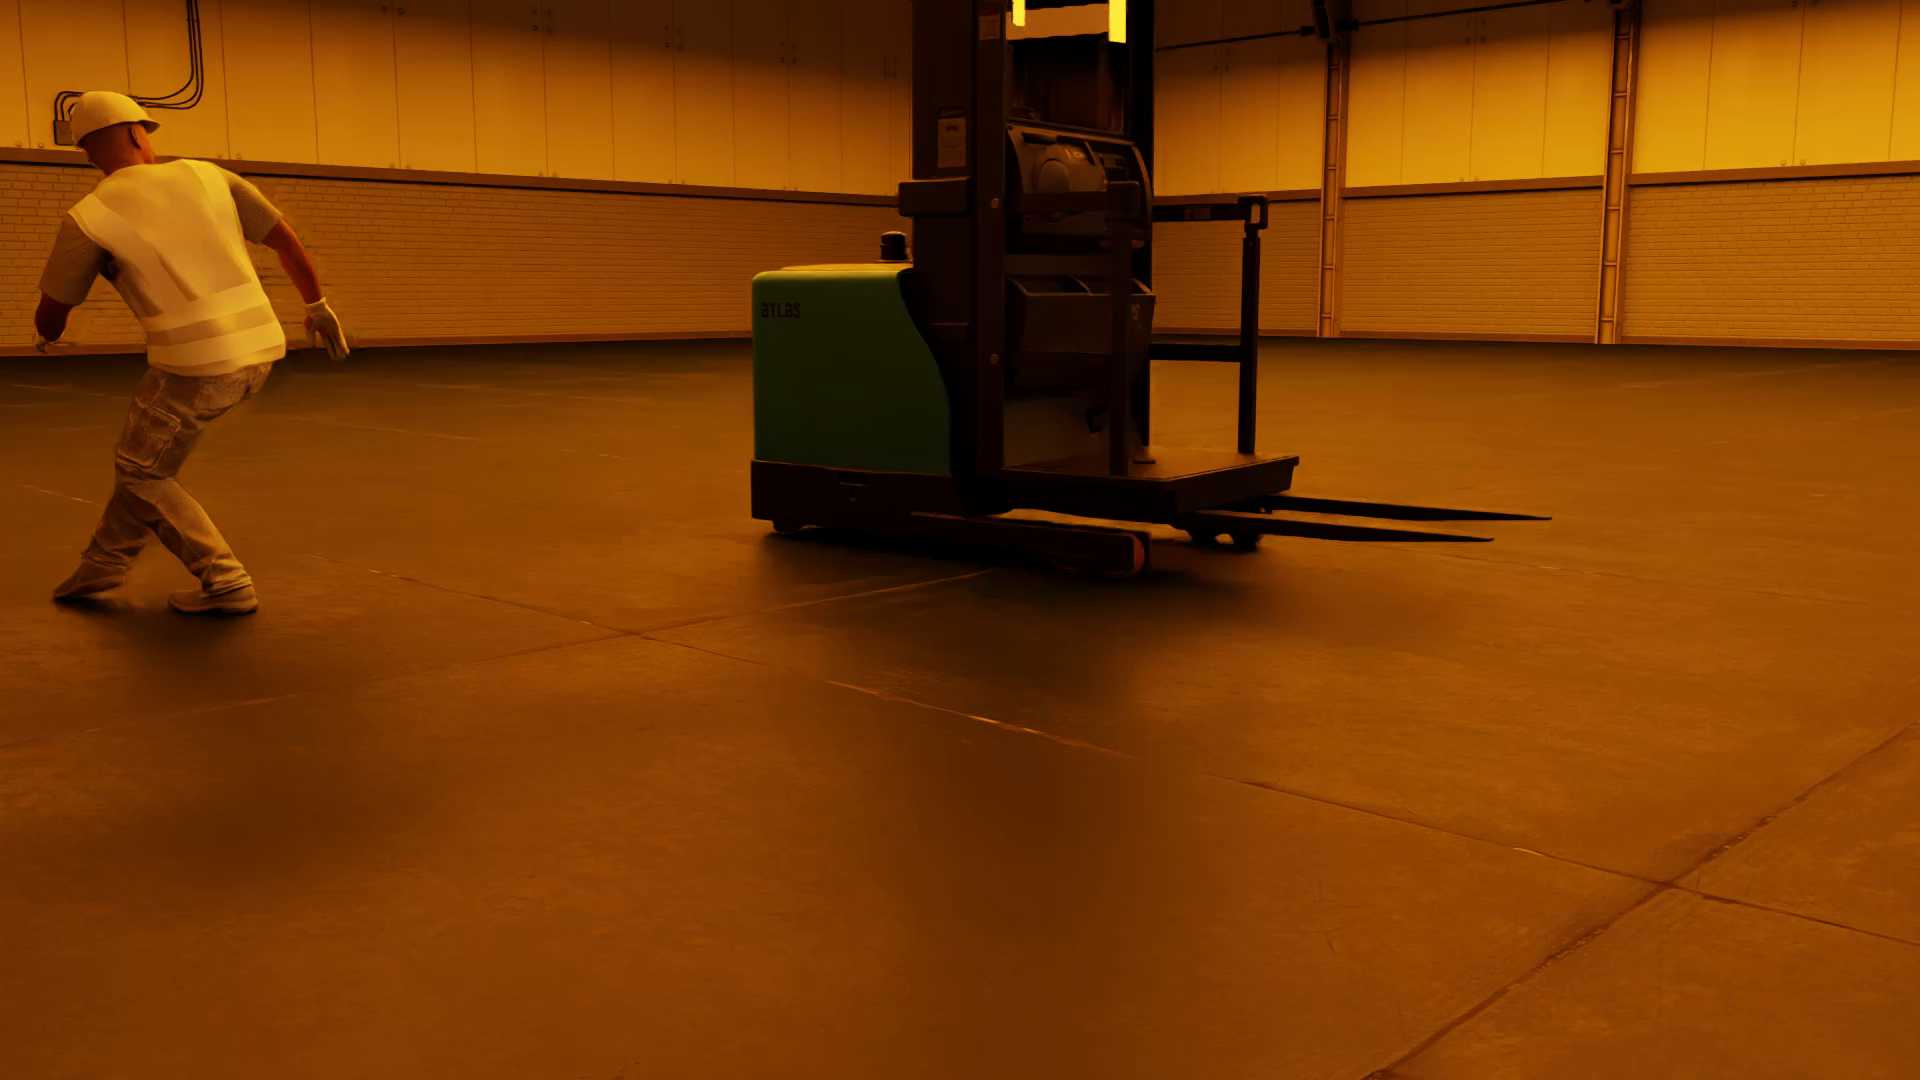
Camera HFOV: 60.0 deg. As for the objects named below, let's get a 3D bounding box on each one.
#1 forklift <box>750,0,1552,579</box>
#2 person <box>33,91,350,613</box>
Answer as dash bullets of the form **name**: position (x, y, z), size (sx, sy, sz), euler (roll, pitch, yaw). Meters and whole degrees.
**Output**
- **forklift**: position (0.629, -1.402, 6.185), size (3.031, 2.935, 1.130), euler (6, 11, 35)
- **person**: position (-2.529, -0.595, 5.315), size (0.823, 1.607, 0.800), euler (3, 9, 22)
